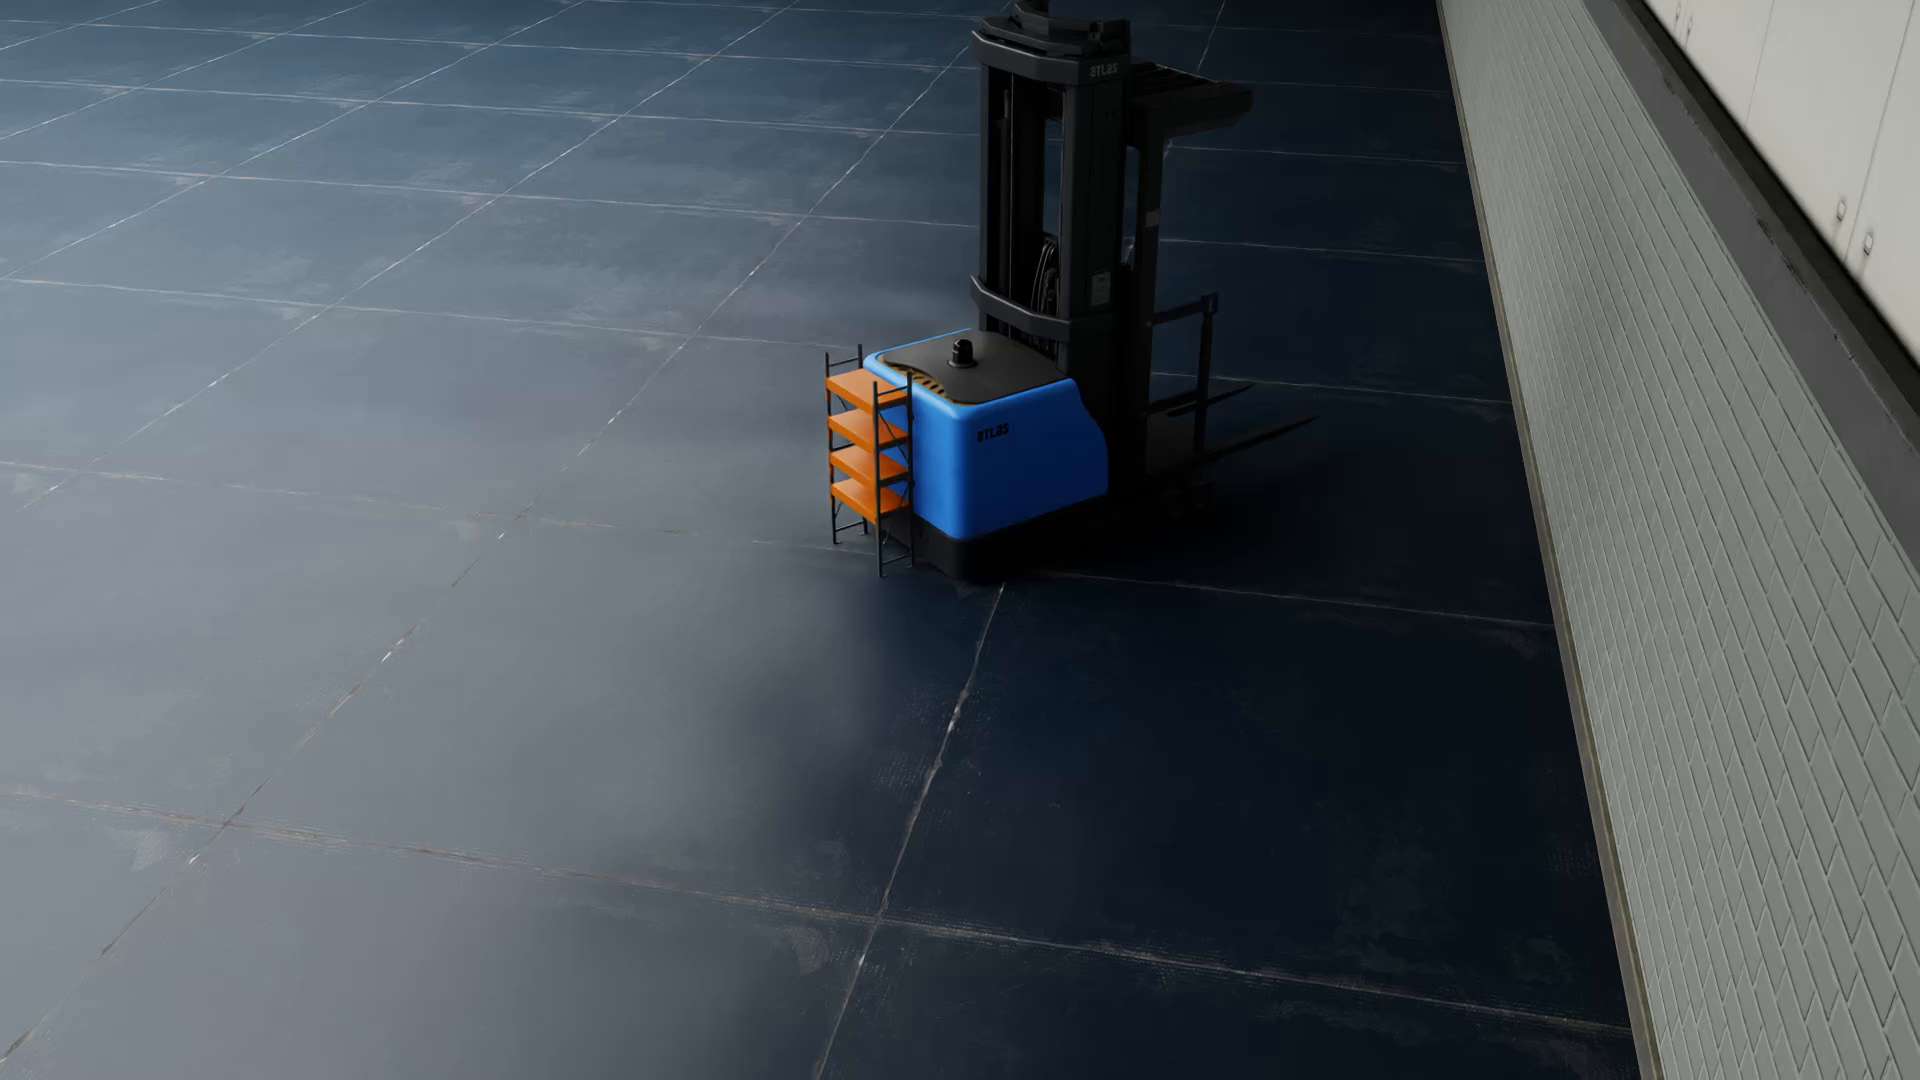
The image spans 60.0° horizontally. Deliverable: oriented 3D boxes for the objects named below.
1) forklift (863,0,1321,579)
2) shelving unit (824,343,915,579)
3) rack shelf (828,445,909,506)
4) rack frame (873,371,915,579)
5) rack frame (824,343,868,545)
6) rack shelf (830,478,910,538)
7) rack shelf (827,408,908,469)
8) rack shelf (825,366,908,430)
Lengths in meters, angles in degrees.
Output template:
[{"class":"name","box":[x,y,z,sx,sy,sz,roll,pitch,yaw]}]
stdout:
[{"class":"forklift","box":[0.921,-1.614,9.646,3.031,2.935,1.130,-19,34,-31]},{"class":"shelving unit","box":[-0.503,-0.438,9.300,0.258,1.200,0.503,-19,34,-31]},{"class":"rack shelf","box":[-0.503,-0.379,9.333,0.258,0.148,0.480,-19,34,-31]},{"class":"rack frame","box":[-0.360,-0.343,9.127,0.240,1.200,0.015,-19,34,-31]},{"class":"rack frame","box":[-0.645,-0.533,9.474,0.240,1.200,0.015,-19,34,-31]},{"class":"rack shelf","box":[-0.503,-0.205,9.428,0.258,0.148,0.480,-19,34,-31]},{"class":"rack shelf","box":[-0.503,-0.575,9.225,0.258,0.148,0.480,-19,34,-31]},{"class":"rack shelf","box":[-0.503,-0.782,9.111,0.258,0.148,0.480,-19,34,-31]}]
